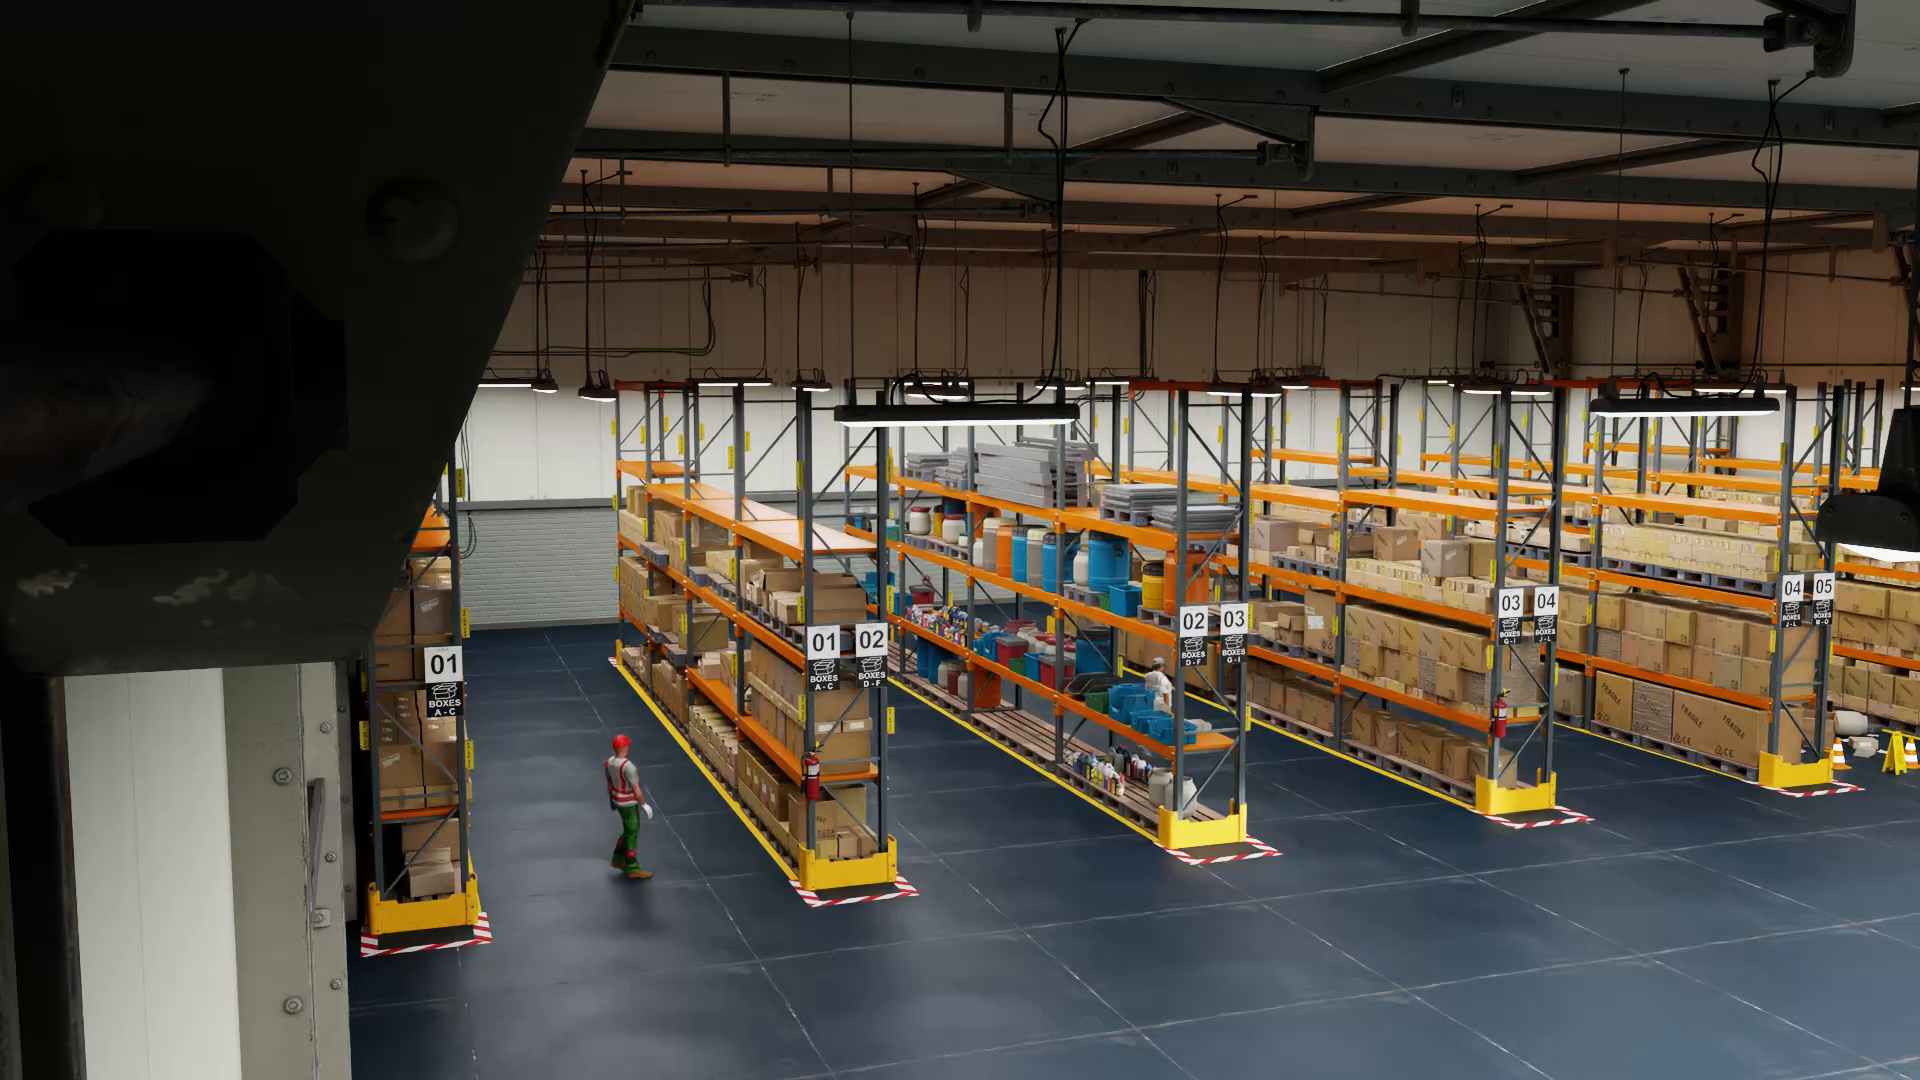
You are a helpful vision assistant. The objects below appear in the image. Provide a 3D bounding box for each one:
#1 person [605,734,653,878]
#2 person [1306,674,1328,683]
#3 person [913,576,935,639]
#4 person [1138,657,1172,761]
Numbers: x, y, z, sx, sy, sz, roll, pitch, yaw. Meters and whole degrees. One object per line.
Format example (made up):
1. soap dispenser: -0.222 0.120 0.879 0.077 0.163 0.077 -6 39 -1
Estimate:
1. person: -4.113 3.272 20.564 0.516 1.798 0.654 -3 7 -27
2. person: 7.194 1.969 33.287 0.524 1.750 0.398 5 8 39
3. person: -0.767 1.572 37.629 0.444 1.542 0.830 -3 7 -29
4. person: 3.204 2.706 26.647 0.525 1.671 0.526 -5 8 -39
